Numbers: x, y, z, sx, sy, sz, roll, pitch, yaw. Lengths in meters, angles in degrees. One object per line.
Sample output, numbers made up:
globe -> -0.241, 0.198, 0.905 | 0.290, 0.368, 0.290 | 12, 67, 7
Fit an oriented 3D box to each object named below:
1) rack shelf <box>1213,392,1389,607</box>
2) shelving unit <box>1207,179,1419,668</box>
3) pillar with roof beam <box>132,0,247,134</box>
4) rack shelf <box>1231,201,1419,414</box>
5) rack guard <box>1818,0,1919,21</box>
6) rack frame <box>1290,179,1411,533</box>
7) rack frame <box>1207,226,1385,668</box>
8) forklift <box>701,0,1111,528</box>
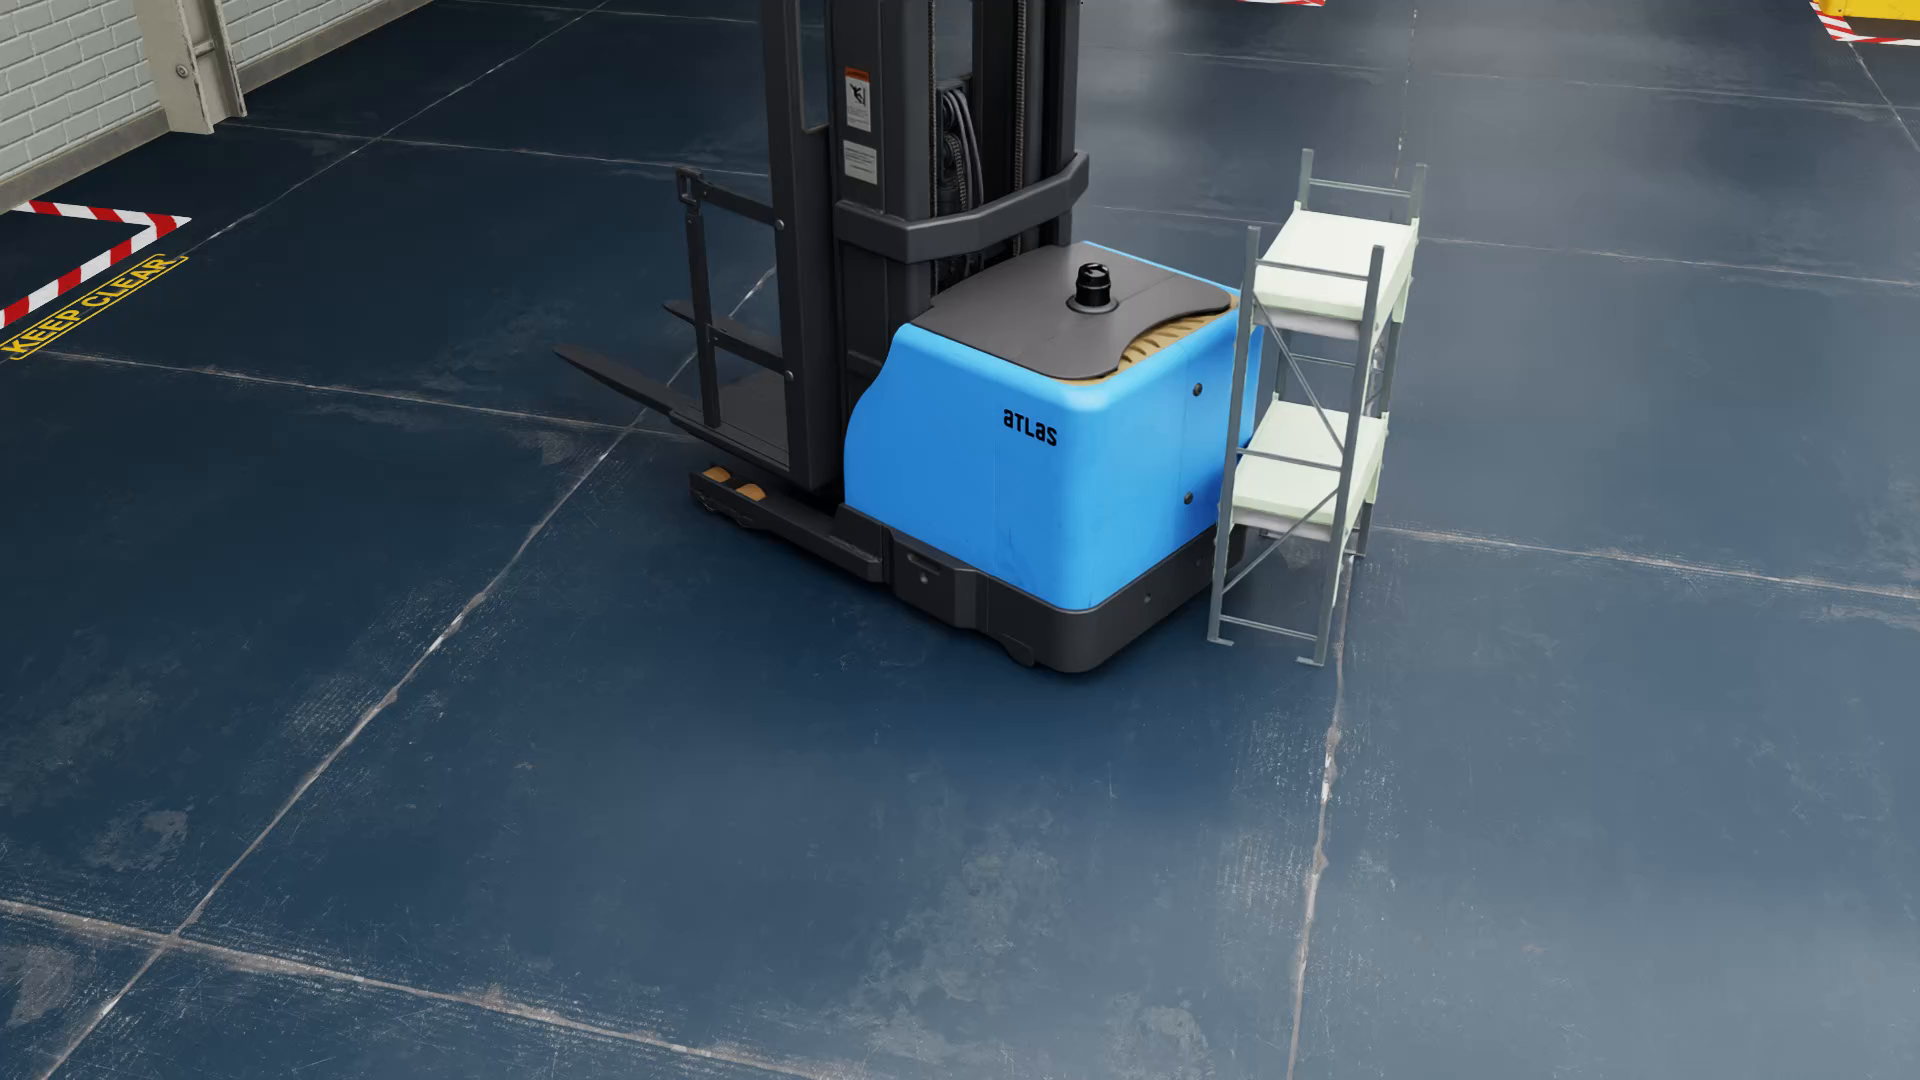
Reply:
rack shelf -> 1.175, -0.156, 5.705 | 0.431, 0.370, 0.720 | 13, 35, 19
shelving unit -> 1.174, -0.429, 5.528 | 0.431, 1.500, 0.748 | 13, 35, 19
pillar with roof beam -> -0.514, -5.808, 6.998 | 9.100, 9.000, 0.400 | 8, 33, 12
rack shelf -> 1.175, -0.760, 5.321 | 0.431, 0.370, 0.720 | 13, 35, 19
rack guard -> 7.060, -4.137, 12.291 | 1.175, 0.500, 0.348 | 8, 33, 12
rack frame -> 1.317, -0.612, 5.815 | 0.380, 1.308, 0.010 | 13, 35, 19
rack frame -> 1.036, -0.250, 5.245 | 0.400, 1.500, 0.023 | 13, 35, 19
forklift -> 10.652, -2.625, 7.707 | 14.418, 2.867, 19.117 | 26, 40, 34
